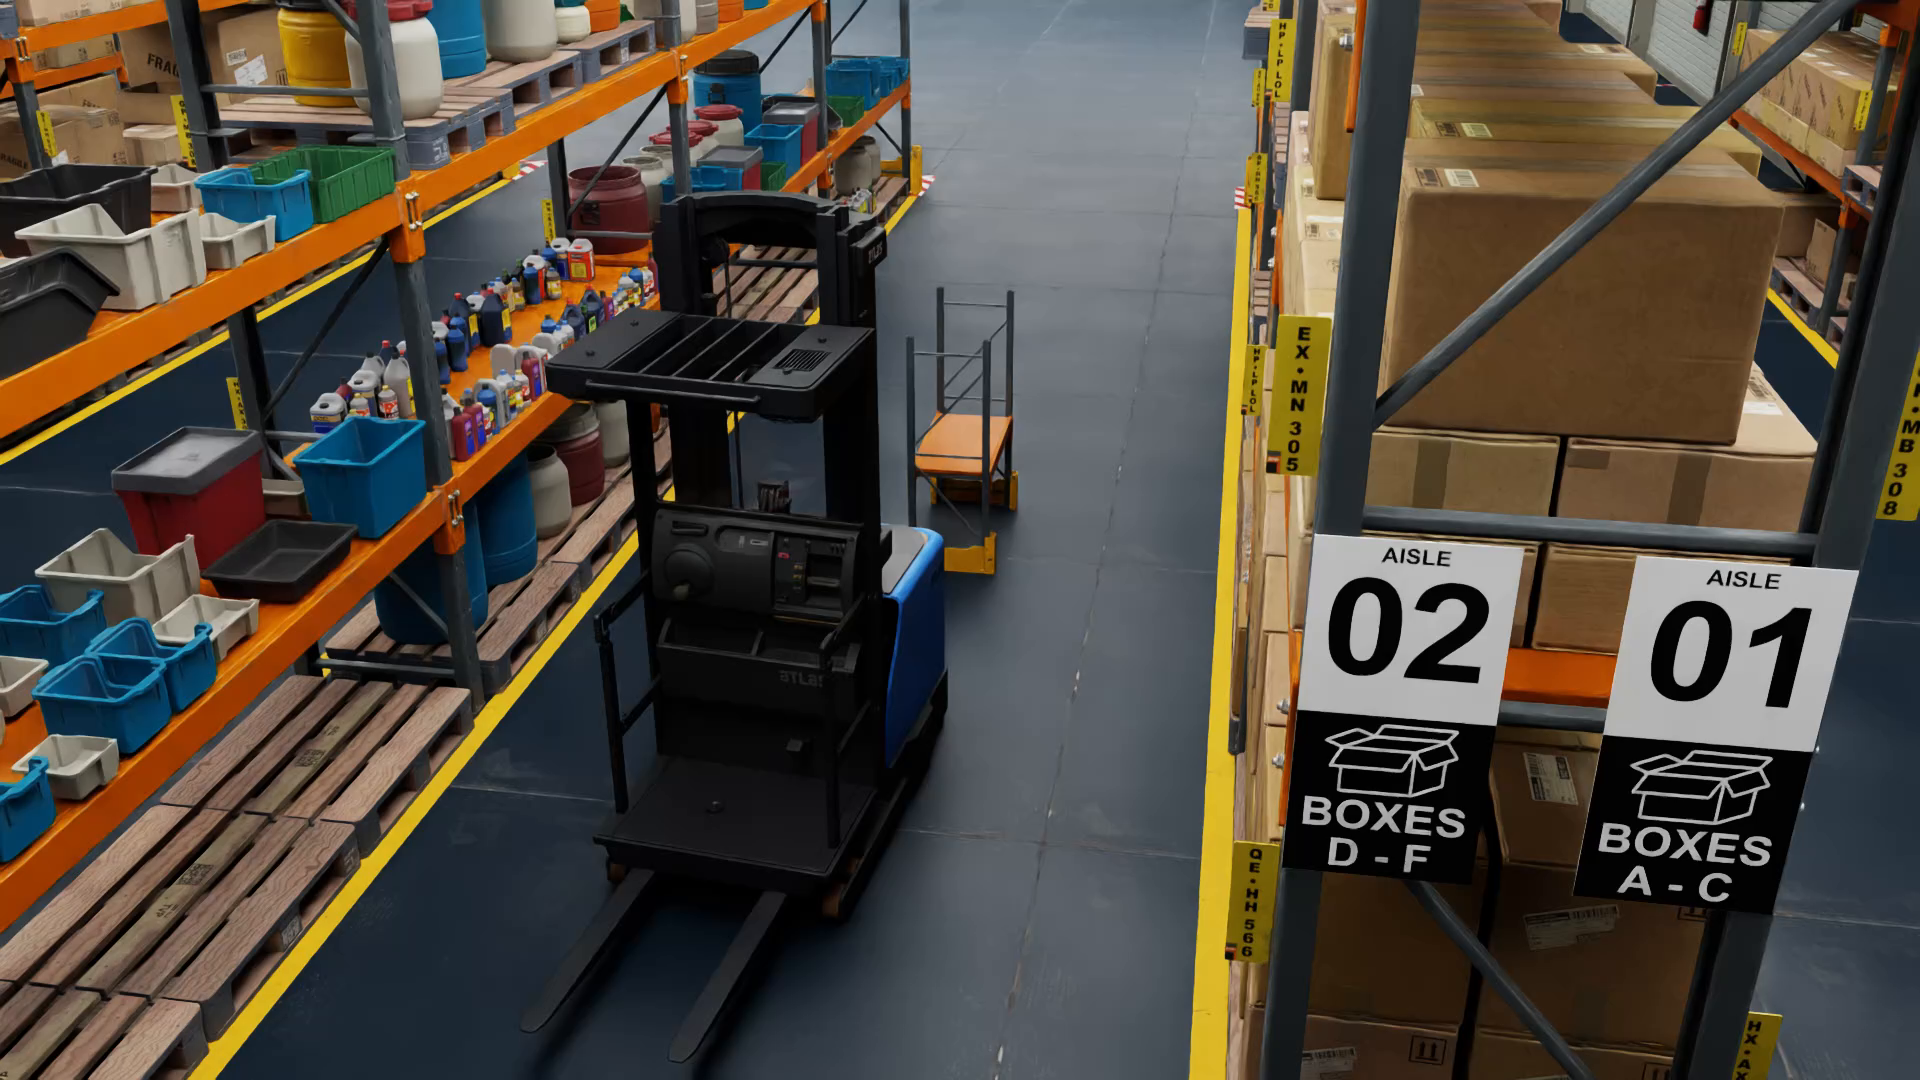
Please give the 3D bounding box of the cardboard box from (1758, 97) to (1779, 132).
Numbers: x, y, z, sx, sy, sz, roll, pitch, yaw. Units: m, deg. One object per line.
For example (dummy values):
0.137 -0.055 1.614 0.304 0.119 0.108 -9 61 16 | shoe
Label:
8.148 -4.149 16.228 0.500 0.250 0.500 4 25 8 | cardboard box

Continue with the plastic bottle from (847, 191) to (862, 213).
-1.085 -3.399 17.079 0.144 0.351 0.185 4 25 8 | plastic bottle

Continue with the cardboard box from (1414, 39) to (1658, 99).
1.582 -1.165 4.866 0.700 0.500 0.500 4 25 9 | cardboard box

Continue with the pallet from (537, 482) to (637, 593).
-2.670 -0.057 10.622 1.003 0.211 1.213 4 25 9 | pallet

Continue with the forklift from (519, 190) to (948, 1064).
-0.945 0.141 6.991 1.130 2.935 3.031 7 26 14 | forklift

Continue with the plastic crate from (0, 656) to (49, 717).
-3.620 0.560 6.255 0.298 0.136 0.250 4 25 9 | plastic crate

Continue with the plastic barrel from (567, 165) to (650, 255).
-2.603 -2.438 12.259 0.600 0.536 0.708 4 25 9 | plastic barrel

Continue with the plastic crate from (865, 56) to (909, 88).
-0.859 -5.209 18.517 0.499 0.251 0.616 4 25 9 | plastic crate

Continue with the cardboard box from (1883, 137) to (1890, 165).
7.931 -3.182 13.372 0.700 0.500 0.500 4 25 9 | cardboard box

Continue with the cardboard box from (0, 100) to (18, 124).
-11.174 -4.426 18.679 0.875 0.875 0.875 4 25 9 | cardboard box

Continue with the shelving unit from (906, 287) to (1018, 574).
0.012 -0.711 10.500 0.587 1.500 1.083 4 25 9 | shelving unit

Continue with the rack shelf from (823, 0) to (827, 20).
-1.400 -5.703 16.706 1.077 0.370 4.000 4 25 9 | rack shelf

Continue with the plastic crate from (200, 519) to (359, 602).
-2.952 0.096 7.260 0.437 0.125 0.590 4 25 9 | plastic crate

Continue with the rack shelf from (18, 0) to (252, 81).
-6.940 -4.373 13.865 1.077 0.370 4.000 4 25 9 | rack shelf

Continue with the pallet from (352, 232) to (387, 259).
-6.538 -3.197 17.332 1.003 0.211 1.213 4 25 9 | pallet

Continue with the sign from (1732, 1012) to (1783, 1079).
1.734 1.175 3.680 0.100 0.325 0.005 4 25 9 | sign

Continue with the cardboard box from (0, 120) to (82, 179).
-7.218 -2.968 12.940 0.500 0.500 0.500 1 25 2 | cardboard box

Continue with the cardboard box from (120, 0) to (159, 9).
-6.780 -4.404 13.259 0.500 0.250 0.500 5 25 10 | cardboard box

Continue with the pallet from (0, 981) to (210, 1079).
-3.514 2.106 6.003 1.003 0.211 1.213 4 25 9 | pallet

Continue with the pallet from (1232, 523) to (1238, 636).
2.145 0.265 9.935 1.003 0.211 1.213 4 25 9 | pallet

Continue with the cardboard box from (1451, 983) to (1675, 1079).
1.531 1.317 4.280 0.500 0.500 0.500 5 25 10 | cardboard box

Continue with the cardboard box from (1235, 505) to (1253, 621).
1.822 0.147 9.326 0.500 0.500 0.500 4 25 9 | cardboard box

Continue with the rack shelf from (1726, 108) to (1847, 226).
8.374 -3.658 15.876 1.077 0.370 4.000 4 25 9 | rack shelf

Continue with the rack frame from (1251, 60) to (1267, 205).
3.813 -5.162 18.240 1.000 3.000 0.127 4 25 9 | rack frame

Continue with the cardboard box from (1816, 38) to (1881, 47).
8.742 -4.680 16.478 0.500 0.500 0.500 4 25 9 | cardboard box

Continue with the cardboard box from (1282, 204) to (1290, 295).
1.443 -1.039 6.070 0.500 0.250 0.500 4 25 9 | cardboard box

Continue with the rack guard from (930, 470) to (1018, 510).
0.094 -0.353 11.210 0.587 0.250 0.087 4 25 9 | rack guard

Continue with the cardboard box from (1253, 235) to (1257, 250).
2.846 -2.532 14.709 0.500 0.311 0.500 4 25 9 | cardboard box

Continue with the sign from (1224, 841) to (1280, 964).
0.654 0.815 3.731 0.100 0.325 0.005 4 25 9 | sign

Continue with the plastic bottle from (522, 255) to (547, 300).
-2.845 -1.753 11.103 0.152 0.276 0.135 4 25 9 | plastic bottle

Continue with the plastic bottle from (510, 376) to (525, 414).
-2.461 -0.806 9.167 0.097 0.201 0.097 0 25 0 | plastic bottle

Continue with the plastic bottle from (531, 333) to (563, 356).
-2.393 -1.083 9.672 0.152 0.276 0.135 4 25 9 | plastic bottle

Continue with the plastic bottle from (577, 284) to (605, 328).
-2.279 -1.398 10.257 0.144 0.351 0.185 4 25 9 | plastic bottle

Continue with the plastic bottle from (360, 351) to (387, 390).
-3.206 -0.873 9.135 0.144 0.351 0.185 4 25 9 | plastic bottle

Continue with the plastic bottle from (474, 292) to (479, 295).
-3.004 -1.414 10.385 0.097 0.271 0.097 0 25 0 | plastic bottle

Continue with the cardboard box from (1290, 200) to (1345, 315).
1.273 -0.847 5.071 0.500 0.250 0.500 4 25 9 | cardboard box

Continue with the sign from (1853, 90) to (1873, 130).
7.511 -3.574 13.826 0.100 0.325 0.005 4 25 9 | sign

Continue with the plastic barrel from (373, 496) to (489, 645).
-2.928 0.046 9.094 0.600 0.901 0.708 4 25 9 | plastic barrel

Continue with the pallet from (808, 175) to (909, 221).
-1.177 -3.869 18.768 1.003 0.211 1.213 4 25 9 | pallet

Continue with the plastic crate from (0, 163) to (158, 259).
-3.507 -1.287 6.577 0.497 0.269 0.590 4 25 9 | plastic crate

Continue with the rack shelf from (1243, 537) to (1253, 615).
1.525 1.019 5.883 1.077 0.370 4.000 4 25 9 | rack shelf

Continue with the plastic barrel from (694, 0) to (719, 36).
-2.032 -4.075 11.788 0.600 0.901 0.600 0 25 0 | plastic barrel

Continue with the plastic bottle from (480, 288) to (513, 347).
-2.854 -1.379 10.217 0.144 0.351 0.185 4 25 9 | plastic bottle

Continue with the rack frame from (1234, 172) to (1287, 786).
1.852 -0.143 7.518 1.000 3.000 0.127 4 25 9 | rack frame

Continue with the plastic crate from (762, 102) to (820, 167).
-1.504 -3.639 14.911 0.402 0.464 0.583 4 25 9 | plastic crate

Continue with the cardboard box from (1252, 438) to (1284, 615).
1.329 -0.033 5.985 0.500 0.500 0.500 3 25 7 | cardboard box

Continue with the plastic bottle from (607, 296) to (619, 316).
-2.211 -1.444 10.530 0.097 0.201 0.097 0 25 0 | plastic bottle

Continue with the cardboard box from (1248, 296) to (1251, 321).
2.765 -2.069 14.380 0.500 0.250 0.500 5 25 10 | cardboard box

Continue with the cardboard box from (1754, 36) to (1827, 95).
8.236 -4.716 16.556 0.500 0.500 0.500 4 25 9 | cardboard box

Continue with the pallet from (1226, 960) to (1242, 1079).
1.542 1.919 6.402 1.003 0.211 1.213 4 25 9 | pallet

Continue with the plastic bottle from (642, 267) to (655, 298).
-2.100 -1.729 11.139 0.097 0.201 0.097 0 25 0 | plastic bottle

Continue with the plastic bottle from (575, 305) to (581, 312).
-2.324 -1.302 10.132 0.061 0.283 0.133 4 25 9 | plastic bottle

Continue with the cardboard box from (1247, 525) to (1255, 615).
1.500 0.006 7.082 0.500 0.500 0.500 5 25 10 | cardboard box

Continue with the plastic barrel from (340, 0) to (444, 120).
-2.700 -2.301 7.934 0.433 0.535 0.433 0 25 0 | plastic barrel

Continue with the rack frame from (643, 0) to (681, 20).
-2.380 -4.878 10.557 1.000 3.000 0.127 4 25 9 | rack frame
